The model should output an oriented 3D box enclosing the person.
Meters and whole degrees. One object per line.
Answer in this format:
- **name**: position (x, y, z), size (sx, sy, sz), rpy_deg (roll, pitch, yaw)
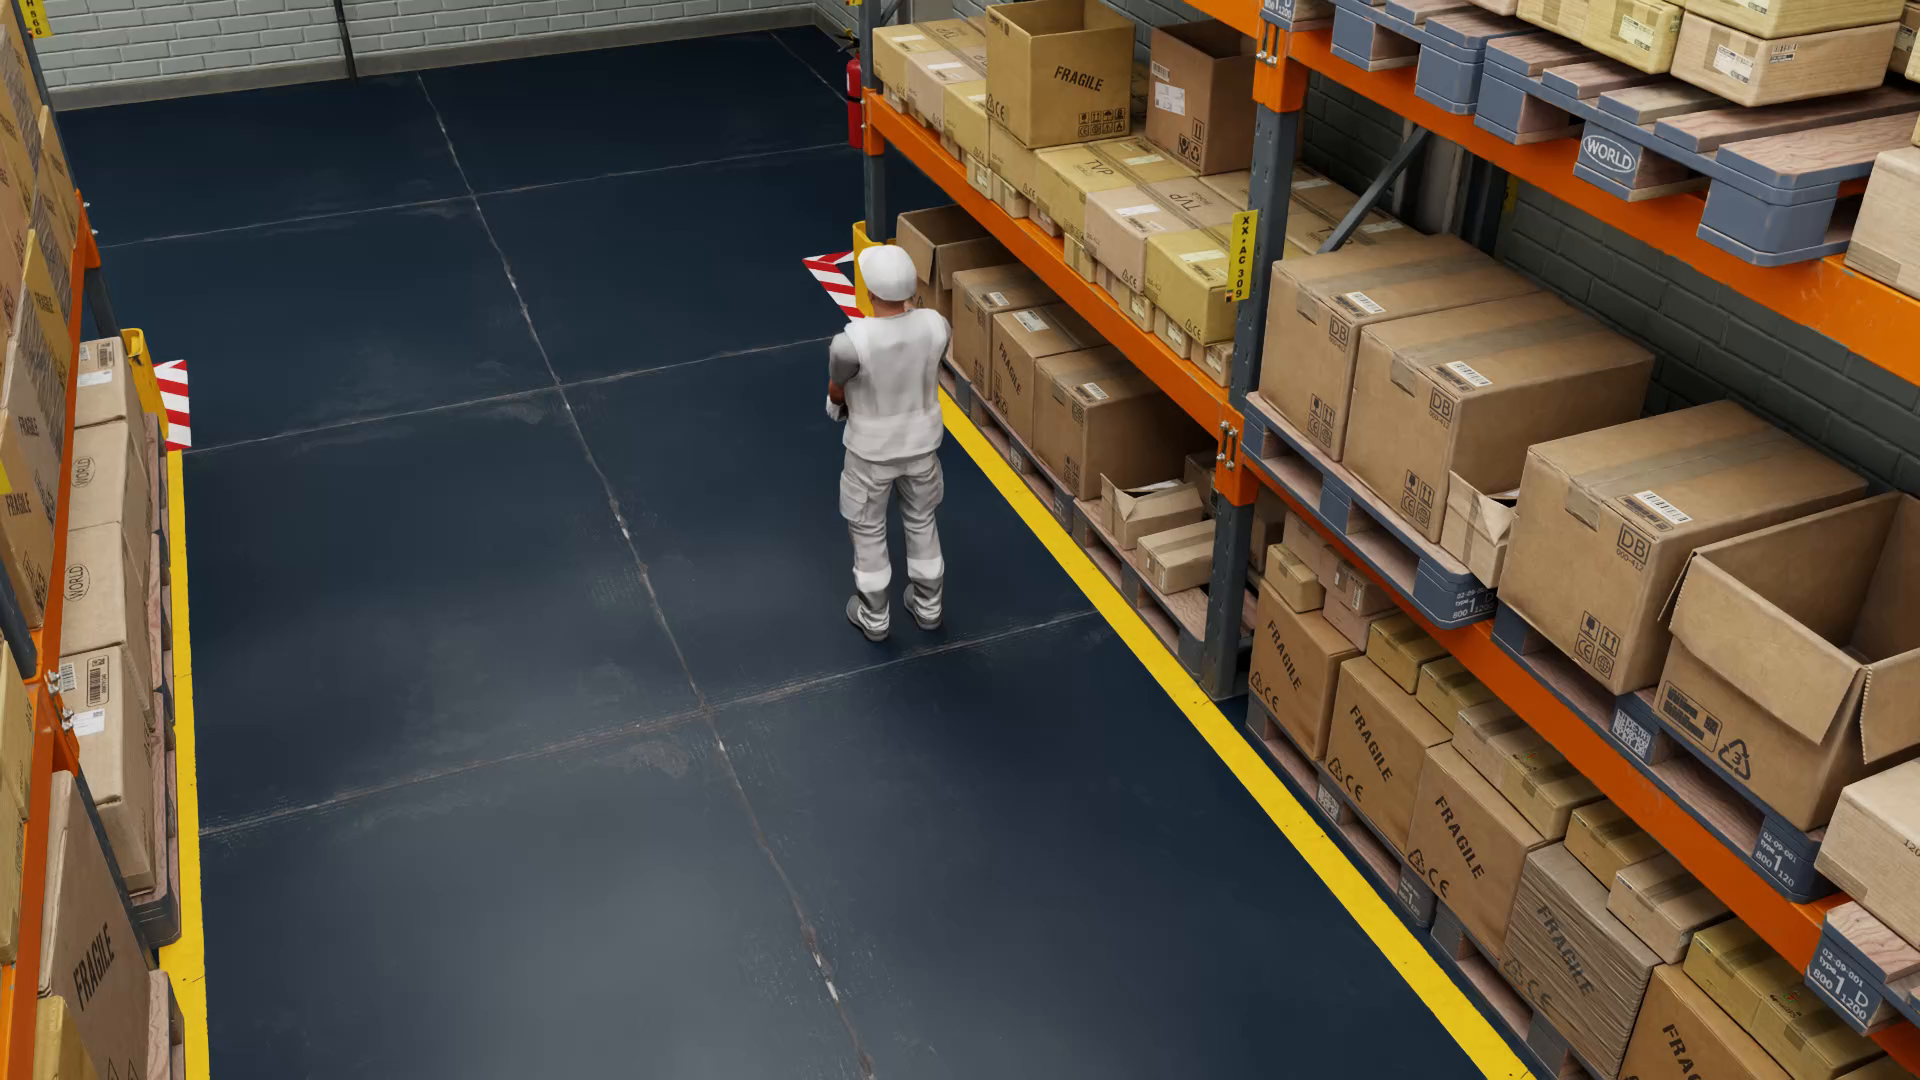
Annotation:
- **person**: position (-0.315, -0.426, 6.770), size (0.502, 1.789, 0.560), rpy_deg (-13, 35, -19)
